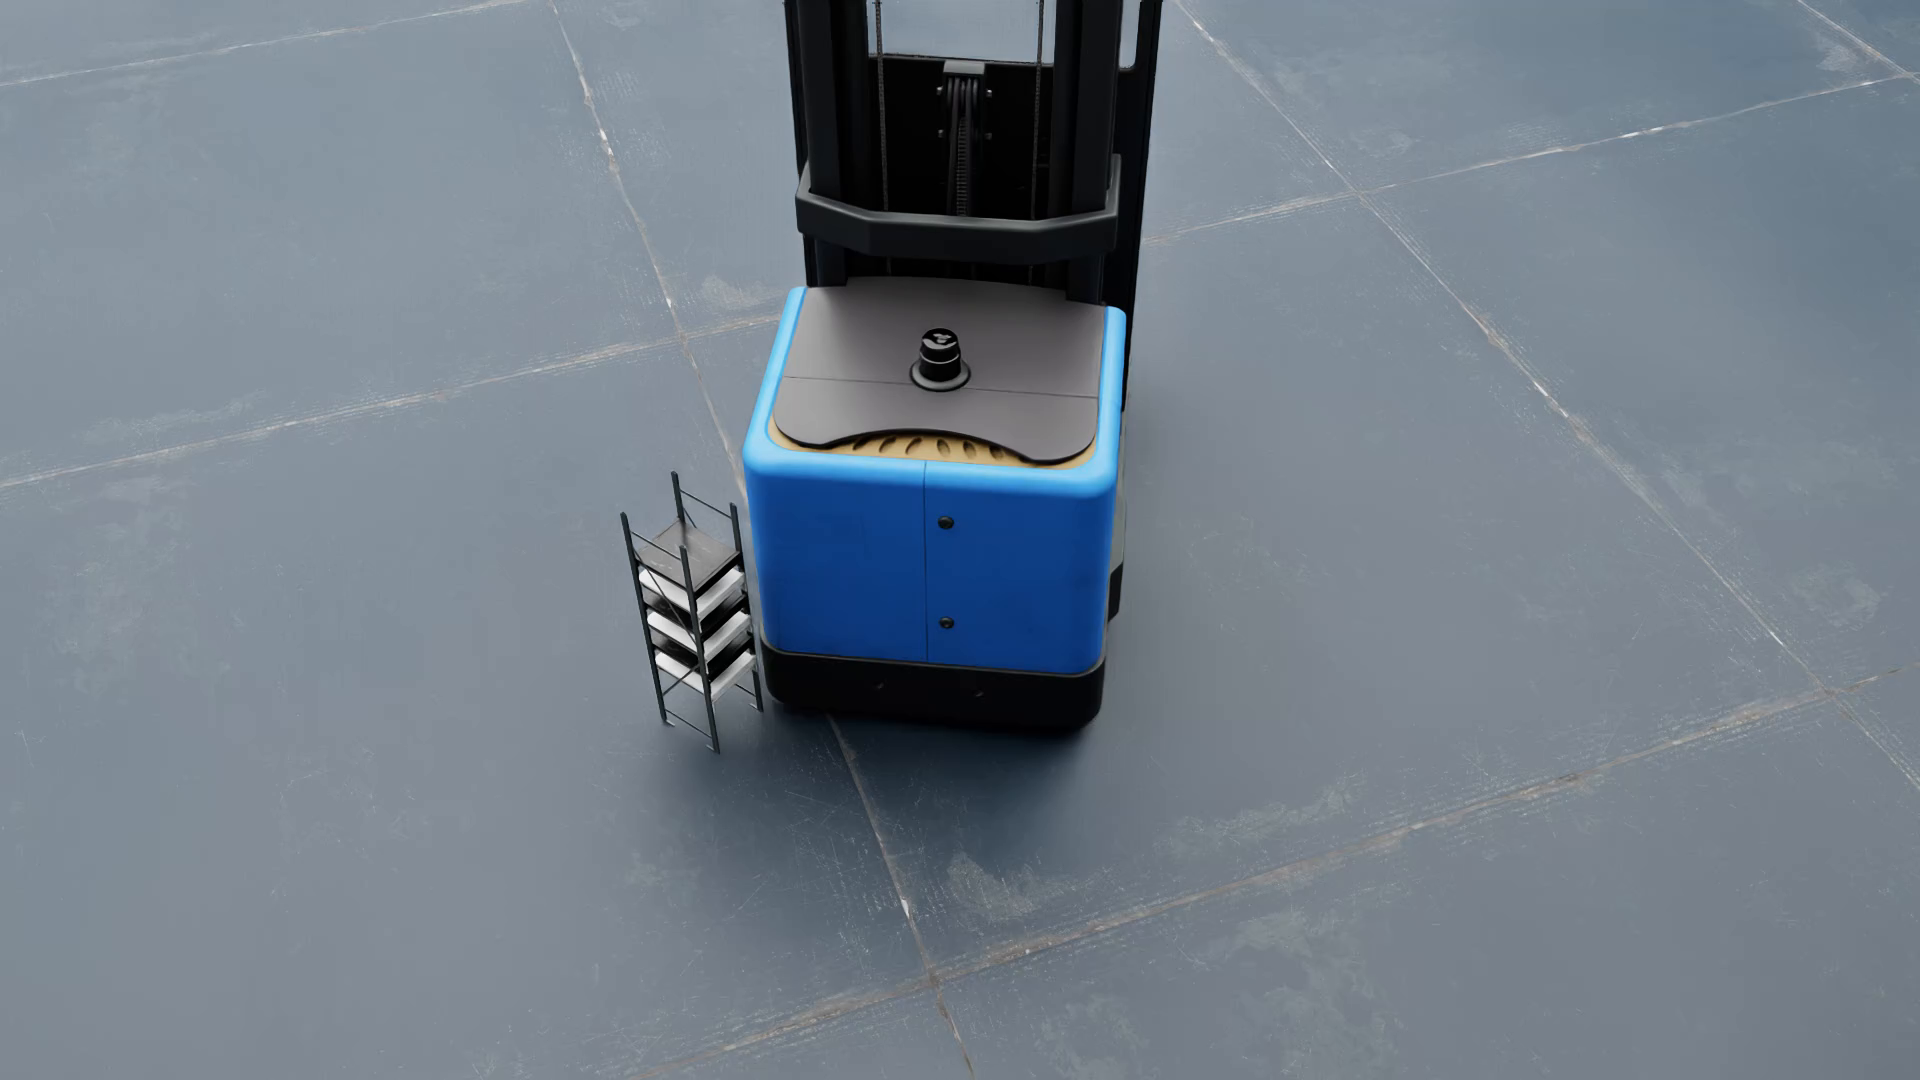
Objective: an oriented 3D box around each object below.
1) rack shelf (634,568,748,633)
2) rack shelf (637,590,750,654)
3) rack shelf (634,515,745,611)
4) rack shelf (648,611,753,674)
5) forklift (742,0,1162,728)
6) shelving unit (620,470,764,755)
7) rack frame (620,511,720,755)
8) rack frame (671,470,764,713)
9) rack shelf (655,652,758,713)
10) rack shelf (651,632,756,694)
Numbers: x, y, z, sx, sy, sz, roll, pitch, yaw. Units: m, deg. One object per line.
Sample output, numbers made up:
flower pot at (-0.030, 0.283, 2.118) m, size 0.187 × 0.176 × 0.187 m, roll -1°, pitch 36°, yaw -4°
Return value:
rack shelf at (-0.774, 0.127, 4.781) m, size 0.258 × 0.077 × 0.200 m, roll 27°, pitch 51°, yaw 24°
rack shelf at (-0.774, 0.191, 4.845) m, size 0.258 × 0.077 × 0.200 m, roll 27°, pitch 51°, yaw 24°
rack shelf at (-0.774, 0.063, 4.717) m, size 0.258 × 0.077 × 0.200 m, roll 27°, pitch 51°, yaw 24°
rack shelf at (-0.774, 0.254, 4.909) m, size 0.258 × 0.077 × 0.200 m, roll 27°, pitch 51°, yaw 24°
forklift at (0.062, -1.508, 5.183) m, size 1.130 × 2.935 × 3.031 m, roll 4°, pitch 45°, yaw 4°
shelving unit at (-0.774, 0.231, 4.885) m, size 0.258 × 0.900 × 0.210 m, roll 27°, pitch 51°, yaw 24°
rack frame at (-0.834, 0.289, 4.827) m, size 0.240 × 0.900 × 0.006 m, roll 27°, pitch 51°, yaw 24°
rack frame at (-0.715, 0.172, 4.943) m, size 0.240 × 0.900 × 0.006 m, roll 27°, pitch 51°, yaw 24°
rack shelf at (-0.774, 0.381, 5.036) m, size 0.258 × 0.077 × 0.200 m, roll 27°, pitch 51°, yaw 24°
rack shelf at (-0.774, 0.318, 4.972) m, size 0.258 × 0.077 × 0.200 m, roll 27°, pitch 51°, yaw 24°
